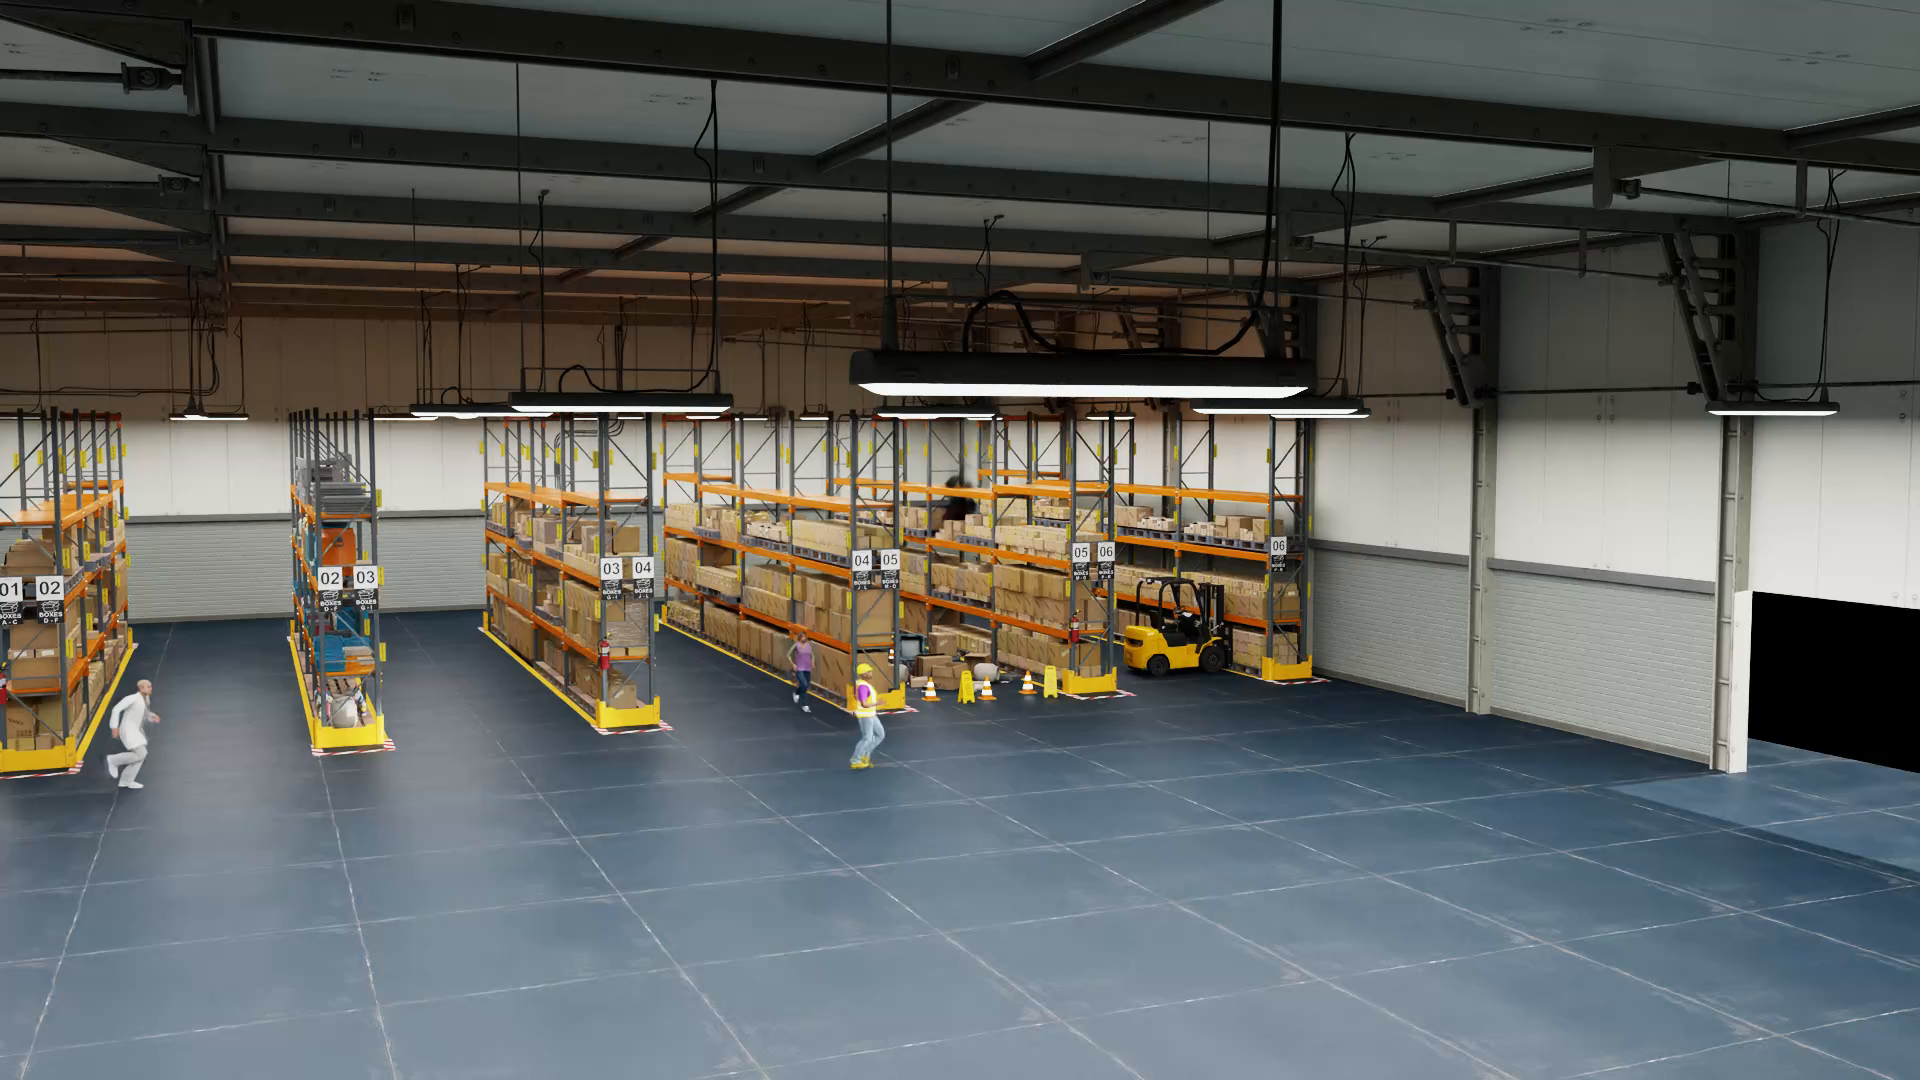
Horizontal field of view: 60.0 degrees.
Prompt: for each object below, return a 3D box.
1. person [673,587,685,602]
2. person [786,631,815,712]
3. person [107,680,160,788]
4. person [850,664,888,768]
[{"bbox_3d":[-8.276,1.442,49.290,0.846,1.652,0.666,-2,5,-28],"label":"person"},{"bbox_3d":[-3.189,2.609,33.282,0.560,1.595,0.757,-3,5,-35],"label":"person"},{"bbox_3d":[-13.007,3.052,26.175,0.782,1.711,0.698,-1,4,-7],"label":"person"},{"bbox_3d":[-1.498,2.923,27.502,0.649,1.772,0.677,0,4,4],"label":"person"}]
